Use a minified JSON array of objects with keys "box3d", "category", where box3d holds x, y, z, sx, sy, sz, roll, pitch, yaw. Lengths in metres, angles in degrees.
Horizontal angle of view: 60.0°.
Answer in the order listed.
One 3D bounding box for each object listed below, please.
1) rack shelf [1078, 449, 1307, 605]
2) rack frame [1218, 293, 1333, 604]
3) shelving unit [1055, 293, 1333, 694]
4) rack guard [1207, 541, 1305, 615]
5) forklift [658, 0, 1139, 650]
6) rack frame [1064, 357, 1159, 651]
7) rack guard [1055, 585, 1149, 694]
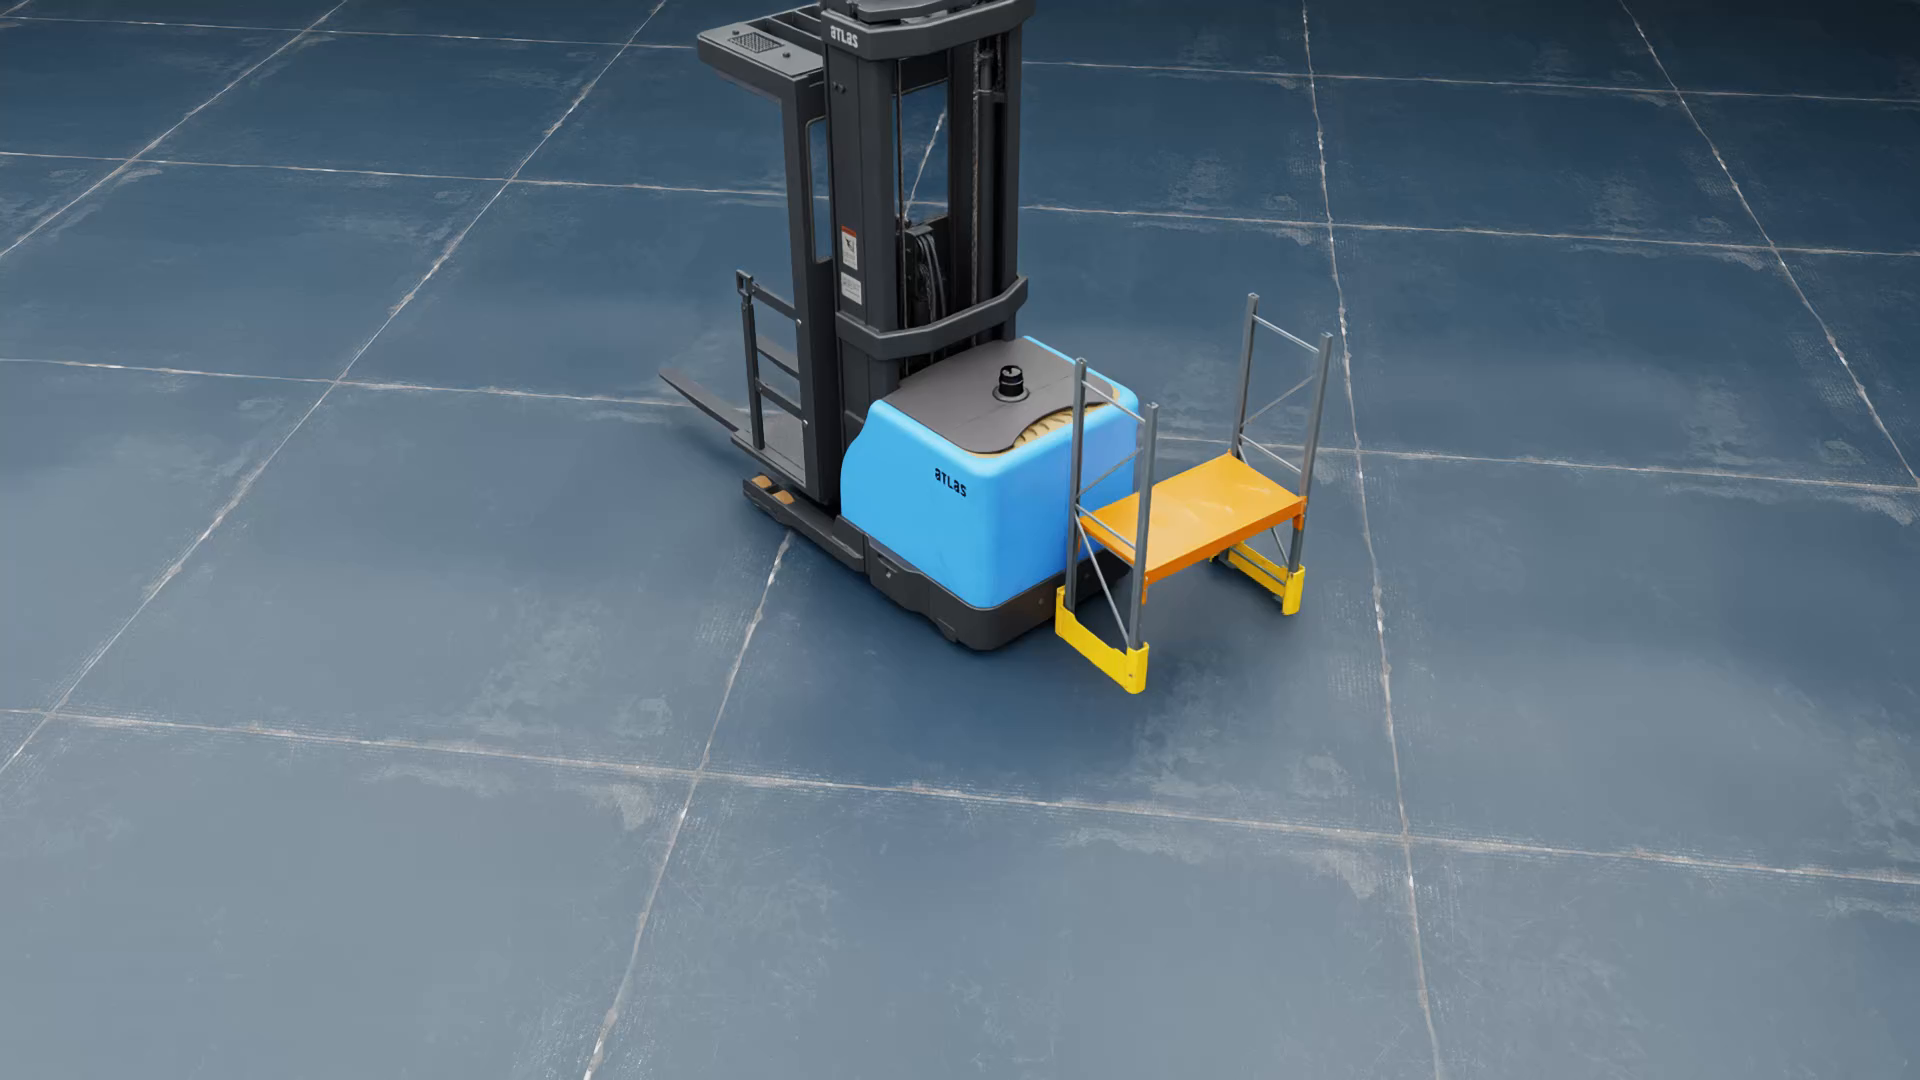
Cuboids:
[{"box3d":[1.063,-0.077,7.734,1.000,0.185,0.538,-23,41,-29],"category":"rack shelf"},{"box3d":[1.474,-0.398,7.873,0.032,1.500,0.500,-23,41,-29],"category":"rack frame"},{"box3d":[1.056,-0.221,7.625,1.083,1.500,0.587,-23,41,-29],"category":"shelving unit"},{"box3d":[1.459,0.118,8.227,0.087,0.250,0.587,-23,41,-29],"category":"rack guard"},{"box3d":[-0.500,-1.457,8.125,1.130,2.935,3.031,-27,43,-32],"category":"forklift"},{"box3d":[0.653,-0.050,7.386,0.032,1.500,0.500,-23,41,-29],"category":"rack frame"},{"box3d":[0.654,0.458,7.750,0.087,0.250,0.587,-23,41,-29],"category":"rack guard"}]
